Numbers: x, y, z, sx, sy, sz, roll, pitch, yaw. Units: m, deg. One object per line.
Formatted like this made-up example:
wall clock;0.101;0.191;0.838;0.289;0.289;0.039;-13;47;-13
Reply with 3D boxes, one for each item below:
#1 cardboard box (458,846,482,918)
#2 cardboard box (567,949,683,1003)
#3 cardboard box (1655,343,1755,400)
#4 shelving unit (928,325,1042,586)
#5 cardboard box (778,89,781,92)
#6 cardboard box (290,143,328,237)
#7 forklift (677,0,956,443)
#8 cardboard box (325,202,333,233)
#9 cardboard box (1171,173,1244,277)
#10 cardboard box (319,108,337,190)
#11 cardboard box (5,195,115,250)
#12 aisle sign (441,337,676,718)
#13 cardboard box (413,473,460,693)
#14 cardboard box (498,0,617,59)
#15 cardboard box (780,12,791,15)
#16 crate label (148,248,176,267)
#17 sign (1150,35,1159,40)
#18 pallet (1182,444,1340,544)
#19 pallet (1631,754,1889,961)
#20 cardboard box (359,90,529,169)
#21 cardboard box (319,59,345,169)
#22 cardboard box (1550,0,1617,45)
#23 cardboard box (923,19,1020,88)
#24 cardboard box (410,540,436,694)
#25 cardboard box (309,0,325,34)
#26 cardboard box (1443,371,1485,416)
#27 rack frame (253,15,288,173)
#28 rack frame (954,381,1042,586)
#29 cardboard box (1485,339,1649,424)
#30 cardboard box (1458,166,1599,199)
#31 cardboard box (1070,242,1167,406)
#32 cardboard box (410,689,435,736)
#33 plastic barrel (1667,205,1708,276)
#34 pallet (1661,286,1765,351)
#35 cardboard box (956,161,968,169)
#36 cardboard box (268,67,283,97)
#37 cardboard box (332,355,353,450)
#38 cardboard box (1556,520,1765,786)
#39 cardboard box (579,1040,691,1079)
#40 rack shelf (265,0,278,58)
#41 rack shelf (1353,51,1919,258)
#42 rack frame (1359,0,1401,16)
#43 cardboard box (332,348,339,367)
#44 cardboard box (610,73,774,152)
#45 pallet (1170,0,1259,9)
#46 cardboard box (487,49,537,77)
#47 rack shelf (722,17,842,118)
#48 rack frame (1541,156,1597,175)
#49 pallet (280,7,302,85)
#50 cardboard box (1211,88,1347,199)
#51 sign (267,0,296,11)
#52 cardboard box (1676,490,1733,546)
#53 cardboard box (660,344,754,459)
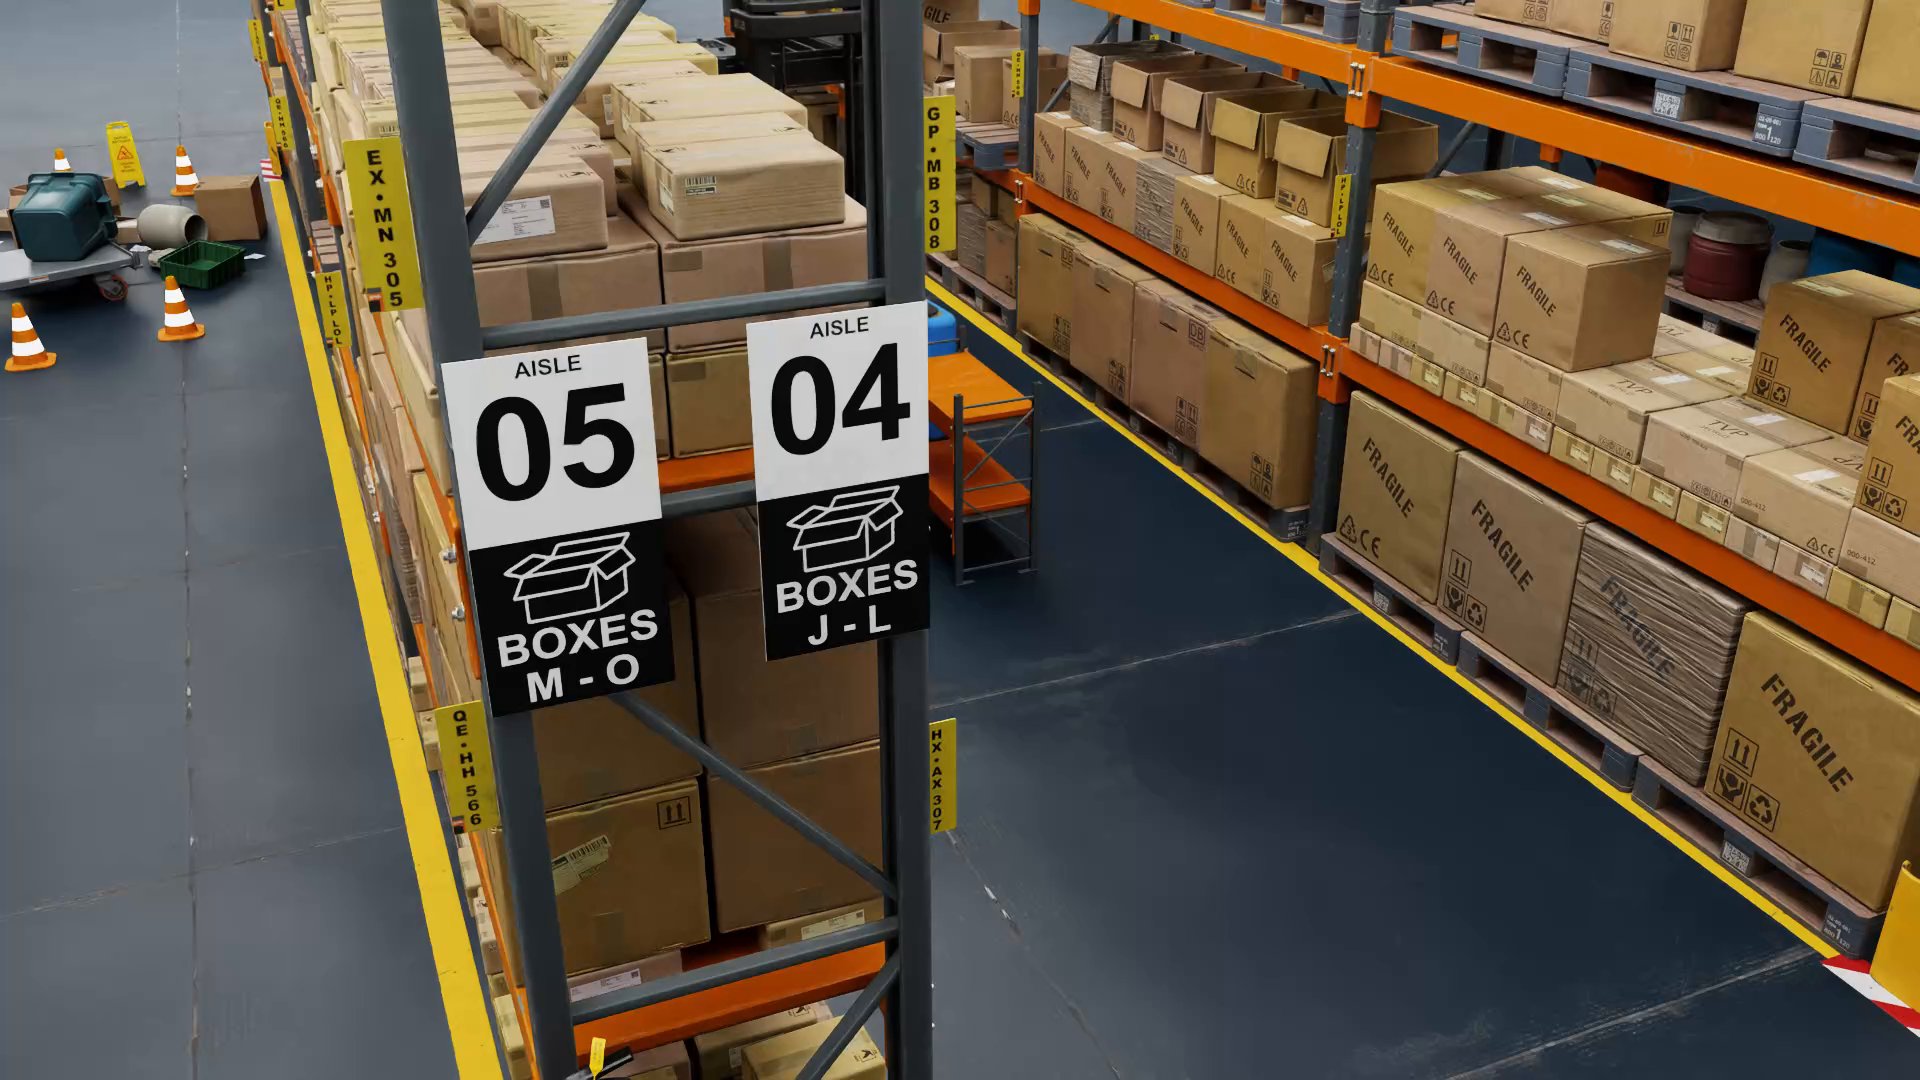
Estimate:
cardboard box;-1.661;1.239;6.225;0.380;0.149;0.250;-10;28;-20
cardboard box;-0.943;1.104;4.357;0.380;0.149;0.250;-11;28;-21
cardboard box;3.496;-0.666;7.527;0.500;0.250;0.500;-11;28;-22
shelving unit;0.003;-0.503;9.498;0.538;1.125;1.048;-11;28;-21
cardboard box;-1.989;-5.007;18.957;0.500;0.500;0.500;-5;27;-11
cardboard box;-4.112;-2.336;11.002;0.500;0.500;0.500;-11;28;-21
forklift;-1.141;-2.187;10.889;1.130;2.935;3.031;-13;29;-25
cardboard box;-3.699;-2.016;10.268;0.380;0.149;0.250;-11;28;-21
cardboard box;1.649;-1.950;10.211;0.500;0.500;0.500;-11;28;-21
cardboard box;-1.979;-1.388;5.927;0.500;0.250;0.500;-11;28;-21
cardboard box;-7.945;-2.783;14.722;0.797;0.637;0.503;-11;28;-21
aisle sign;-0.803;-0.013;3.395;0.394;0.787;0.004;-11;28;-21
cardboard box;-1.162;0.100;4.535;0.500;0.500;0.500;-12;28;-22
cardboard box;-1.332;-1.726;5.595;0.380;0.149;0.250;-12;28;-23
cardboard box;-1.380;-5.554;17.254;0.875;0.500;0.500;-11;28;-21
crate label;-6.991;-2.479;14.671;0.250;0.136;0.298;13;29;24
sign;1.425;-3.584;12.352;0.100;0.325;0.005;-11;28;-21
pallet;2.110;-0.398;10.324;1.003;0.211;1.213;-11;28;-21
pallet;3.663;1.206;7.039;1.003;0.211;1.213;-11;28;-21
cardboard box;-1.267;-1.002;4.111;0.380;0.149;0.250;-10;28;-20
cardboard box;-1.779;-1.403;5.387;0.500;0.250;0.500;-10;28;-20
cardboard box;3.050;-2.455;7.234;0.700;0.500;0.500;-9;27;-18
cardboard box;0.113;-4.133;14.200;0.797;0.503;0.637;-8;27;-15
cardboard box;-1.558;0.143;5.585;0.500;0.500;0.500;-9;27;-18
cardboard box;-2.155;-1.950;6.054;0.380;0.149;0.250;-12;28;-23
cardboard box;2.603;-0.745;8.143;0.380;0.149;0.250;-11;28;-22
rack frame;-6.821;-5.385;17.361;1.000;3.000;0.127;-11;28;-21
rack frame;0.202;-0.298;9.077;0.500;1.125;0.032;-11;28;-21
cardboard box;2.823;-0.774;7.748;0.500;0.250;0.500;-10;28;-19
cardboard box;2.908;-1.616;8.618;0.500;0.500;0.500;-10;28;-19
cardboard box;1.508;-1.558;11.464;1.225;0.875;0.875;-10;28;-20
cardboard box;-2.275;0.754;7.558;0.380;0.149;0.250;-12;28;-23
plastic barrel;5.983;-2.482;13.771;0.421;0.512;0.421;0;26;0
pallet;6.294;-1.762;13.119;1.003;0.211;1.213;-11;28;-21
cardboard box;-0.261;-3.209;15.251;0.700;0.500;0.500;-11;28;-21
cardboard box;-5.296;-3.557;13.502;0.500;0.500;0.500;-10;28;-20
cardboard box;-3.646;-0.892;10.528;0.500;0.500;0.500;-12;28;-23
cardboard box;3.367;0.417;7.421;0.875;0.875;0.875;-11;28;-21
cardboard box;-1.041;1.618;5.111;0.380;0.149;0.250;-10;28;-20
rack shelf;-4.471;-3.988;11.900;1.077;0.370;4.000;-11;28;-21
rack shelf;3.265;-1.569;6.947;1.077;0.370;4.000;-11;28;-21
rack frame;2.482;-4.048;7.785;1.000;3.000;0.127;-11;28;-21
cardboard box;-3.641;-1.238;10.383;0.500;0.250;0.500;-12;28;-23
cardboard box;-0.690;-1.107;4.325;0.380;0.149;0.250;-10;28;-20
pallet;1.657;-3.528;10.354;1.003;0.211;1.213;-9;28;-18
cardboard box;-1.306;-1.482;5.548;0.500;0.250;0.500;-9;28;-18
rack shelf;-1.435;-5.066;17.527;1.077;0.370;4.000;-11;28;-21
rack frame;5.473;-3.818;14.151;1.000;3.000;0.127;-11;28;-21
pallet;-2.675;-2.490;8.226;1.213;0.211;1.003;-11;28;-21
cardboard box;1.966;-2.383;9.956;0.797;0.503;0.637;-10;28;-20
sign;-2.631;-2.201;6.383;0.100;0.325;0.005;-11;28;-21
cardboard box;3.204;-0.124;6.871;0.380;0.149;0.250;-11;28;-22
cardboard box;-0.496;-0.432;3.967;0.500;0.250;0.500;-10;28;-19
